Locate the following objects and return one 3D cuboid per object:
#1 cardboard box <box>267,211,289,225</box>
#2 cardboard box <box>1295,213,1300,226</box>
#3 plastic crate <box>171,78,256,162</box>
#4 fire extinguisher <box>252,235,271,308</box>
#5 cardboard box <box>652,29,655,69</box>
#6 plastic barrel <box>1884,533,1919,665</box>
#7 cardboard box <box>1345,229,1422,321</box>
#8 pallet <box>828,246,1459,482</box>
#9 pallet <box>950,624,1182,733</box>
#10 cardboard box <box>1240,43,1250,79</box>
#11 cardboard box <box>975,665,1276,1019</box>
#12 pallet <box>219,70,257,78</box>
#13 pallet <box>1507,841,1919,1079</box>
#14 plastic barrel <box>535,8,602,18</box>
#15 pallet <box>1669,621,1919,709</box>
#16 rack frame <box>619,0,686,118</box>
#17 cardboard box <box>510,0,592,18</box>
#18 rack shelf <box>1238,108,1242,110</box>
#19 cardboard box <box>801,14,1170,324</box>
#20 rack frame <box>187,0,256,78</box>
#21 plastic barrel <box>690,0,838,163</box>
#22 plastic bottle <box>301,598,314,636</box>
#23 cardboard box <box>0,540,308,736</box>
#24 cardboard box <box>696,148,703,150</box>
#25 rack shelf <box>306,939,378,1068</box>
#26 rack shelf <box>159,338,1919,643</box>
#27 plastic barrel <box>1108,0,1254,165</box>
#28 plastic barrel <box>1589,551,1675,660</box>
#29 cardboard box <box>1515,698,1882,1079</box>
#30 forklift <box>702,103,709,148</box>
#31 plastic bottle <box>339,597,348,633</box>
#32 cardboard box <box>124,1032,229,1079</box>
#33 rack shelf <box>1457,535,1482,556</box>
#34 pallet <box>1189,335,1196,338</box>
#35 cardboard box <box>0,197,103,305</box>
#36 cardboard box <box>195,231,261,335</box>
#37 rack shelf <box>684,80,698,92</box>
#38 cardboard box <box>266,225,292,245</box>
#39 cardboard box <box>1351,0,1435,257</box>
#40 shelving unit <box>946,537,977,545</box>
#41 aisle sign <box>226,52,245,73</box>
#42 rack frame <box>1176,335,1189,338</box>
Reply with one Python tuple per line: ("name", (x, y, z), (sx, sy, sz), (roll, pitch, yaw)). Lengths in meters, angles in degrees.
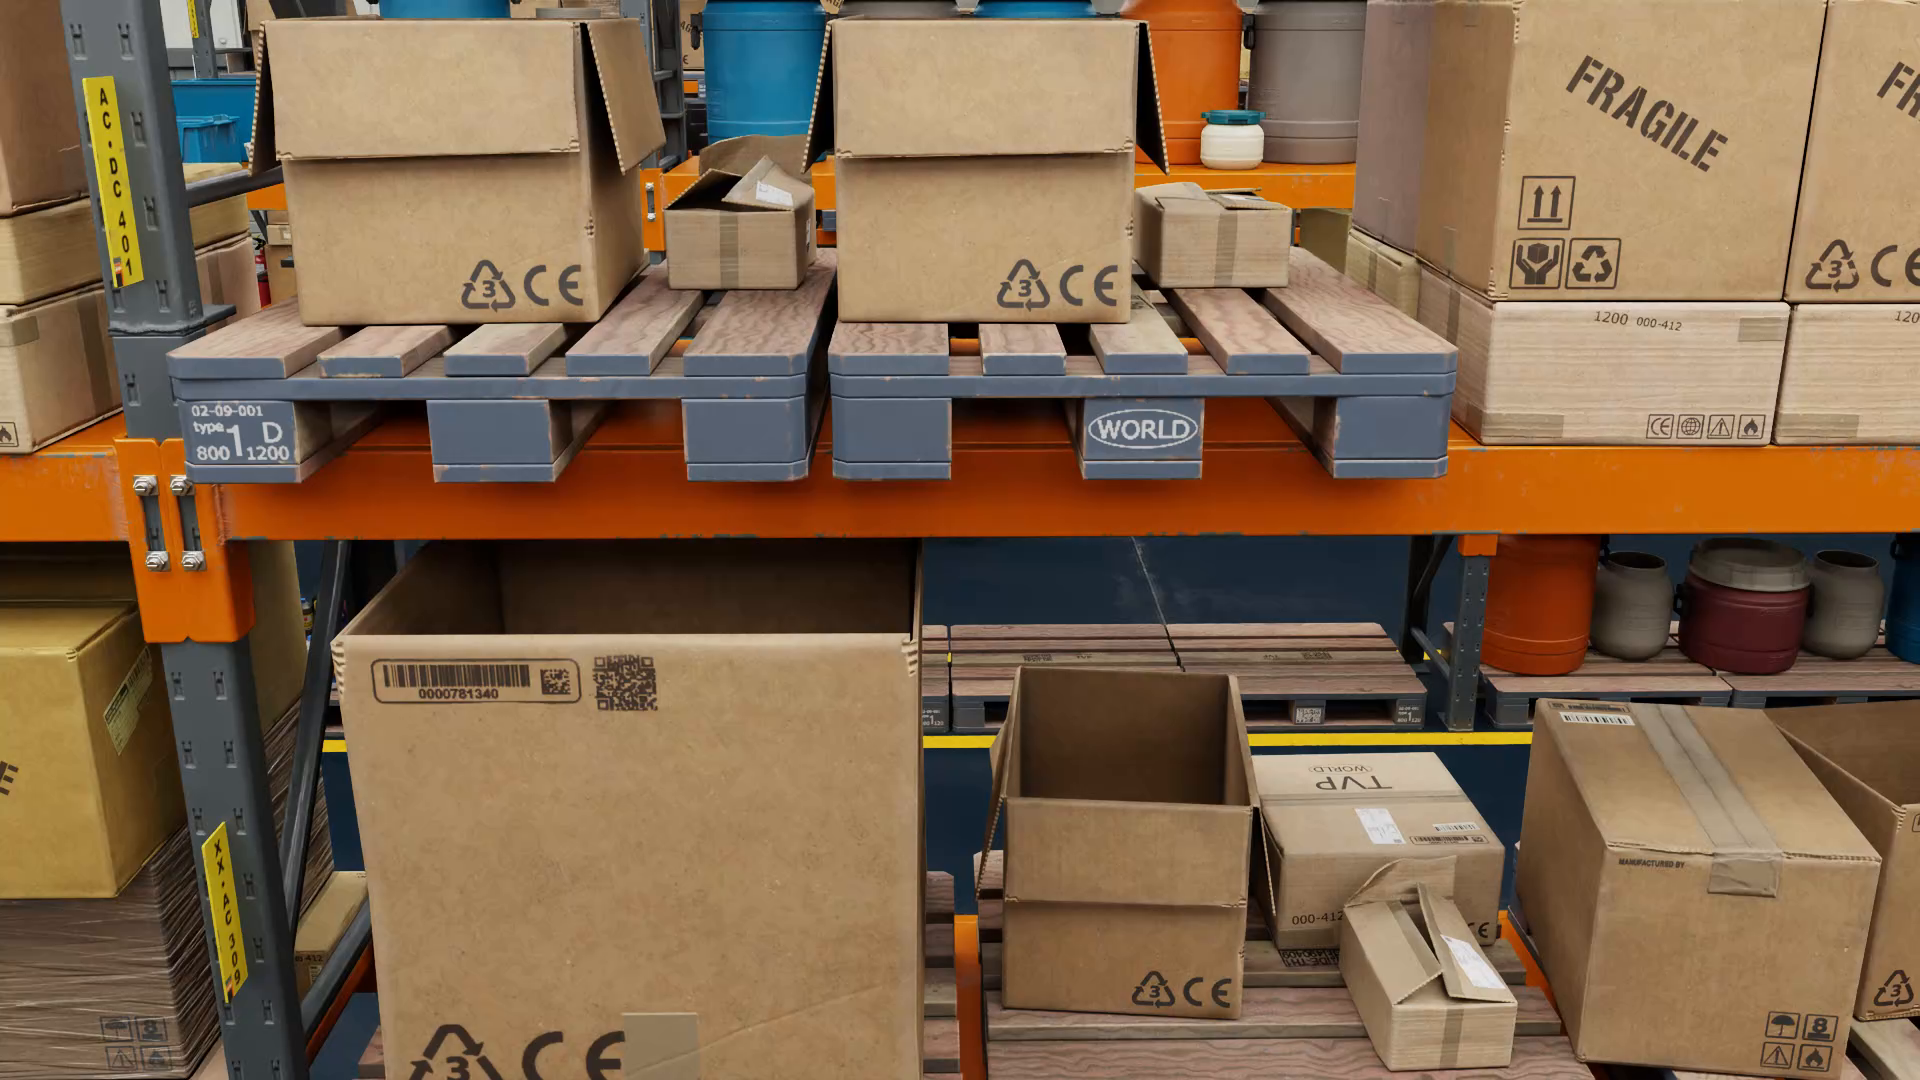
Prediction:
("cardboard box", (-5.005, -2.736, 12.877), (0.500, 0.500, 0.700), (0, 18, -1))
("cardboard box", (3.494, -3.457, 17.791), (0.250, 0.149, 0.380), (0, 18, -1))
("plastic crate", (-3.548, -2.081, 8.238), (0.575, 0.384, 0.392), (0, 18, -1))
("fire extinguisher", (-5.650, -2.176, 13.547), (0.183, 0.674, 0.296), (0, 18, -1))
("cardboard box", (-3.168, -4.998, 17.112), (0.500, 0.500, 0.500), (-1, 18, -3))
("plastic barrel", (5.296, 0.183, 8.813), (0.708, 0.901, 0.600), (0, 18, -1))
("cardboard box", (1.126, -0.509, 3.559), (0.500, 0.250, 0.500), (0, 18, 0))
("pallet", (0.283, -0.381, 3.220), (1.003, 0.211, 1.213), (0, 18, -1))
("pallet", (0.557, 0.727, 8.934), (1.213, 0.211, 1.003), (0, 18, -1))
("cardboard box", (2.021, -3.648, 12.655), (0.500, 0.250, 0.500), (-2, 18, -5))
("cardboard box", (0.359, 0.649, 3.757), (0.637, 0.503, 0.797), (2, 18, 5))
("pallet", (-4.818, -3.453, 12.636), (1.213, 0.211, 1.003), (0, 18, -1))
("pallet", (1.916, 1.043, 3.700), (1.003, 0.211, 1.213), (0, 18, -1))
("plastic barrel", (-1.885, -2.317, 8.080), (0.421, 0.512, 0.421), (0, 18, 0))
("pallet", (4.553, 0.709, 8.992), (1.213, 0.211, 1.003), (0, 18, -1))
("rack frame", (-1.451, -3.435, 7.522), (0.127, 3.000, 1.000), (0, 18, -1))
("cardboard box", (-3.174, -3.866, 12.691), (0.637, 0.503, 0.797), (2, 18, 5))
("rack shelf", (0.474, -3.186, 12.837), (4.000, 0.370, 1.077), (0, 18, -1))
("cardboard box", (0.041, -0.720, 3.113), (0.637, 0.503, 0.797), (0, 18, 1))
("rack frame", (-5.525, -4.928, 12.178), (0.127, 3.000, 1.000), (0, 18, -1))
("plastic barrel", (-0.946, -2.314, 8.118), (0.708, 0.901, 0.600), (0, 18, -1))
("plastic bottle", (-3.621, 0.422, 9.184), (0.097, 0.201, 0.097), (0, 18, 0))
("cardboard box", (-1.827, 0.194, 3.745), (0.500, 0.500, 0.500), (0, 18, -1))
("cardboard box", (-2.598, -3.959, 17.964), (0.500, 0.500, 0.500), (0, 18, -1))
("rack shelf", (-3.372, 1.287, 3.803), (4.000, 0.370, 1.077), (0, 18, -1))
("rack shelf", (0.627, -0.161, 3.405), (4.000, 0.370, 1.077), (0, 18, -1))
("plastic barrel", (1.070, -2.289, 8.159), (0.708, 0.830, 0.600), (0, 18, -1))
("plastic barrel", (3.601, 0.350, 8.932), (0.421, 0.512, 0.421), (0, 18, 0))
("cardboard box", (1.531, 0.716, 3.554), (0.500, 0.500, 0.700), (2, 18, 7))
("forklift", (-1.942, -1.314, 10.846), (3.031, 2.935, 1.130), (-2, 18, -7))
("plastic bottle", (-3.366, 0.422, 9.048), (0.133, 0.283, 0.061), (0, 18, -1))
("cardboard box", (-1.583, 1.145, 3.478), (0.250, 0.149, 0.380), (0, 18, -1))
("rack shelf", (0.549, -0.245, 8.579), (4.000, 0.370, 1.077), (0, 18, -1))
("pallet", (3.182, -2.276, 18.297), (1.213, 0.211, 1.003), (0, 18, -1))
("cardboard box", (-1.693, -0.522, 2.947), (0.250, 0.149, 0.380), (0, 18, 1))
("cardboard box", (-1.827, -0.498, 3.525), (0.500, 0.250, 0.500), (-1, 18, -3))
("rack shelf", (-3.607, -4.680, 17.493), (4.000, 0.370, 1.077), (0, 18, -1))
("cardboard box", (-5.129, -2.364, 12.781), (0.250, 0.149, 0.380), (0, 18, -1))
("cardboard box", (1.143, -0.869, 3.453), (0.500, 0.500, 0.500), (-1, 18, -2))
("shelving unit", (0.008, -0.429, 11.410), (0.210, 0.900, 0.258), (0, 18, -1))
("aisle sign", (-5.595, -3.399, 12.976), (0.004, 0.787, 0.394), (0, 18, -1))
("rack frame", (2.392, -3.623, 17.931), (0.127, 3.000, 1.000), (0, 18, -1))
